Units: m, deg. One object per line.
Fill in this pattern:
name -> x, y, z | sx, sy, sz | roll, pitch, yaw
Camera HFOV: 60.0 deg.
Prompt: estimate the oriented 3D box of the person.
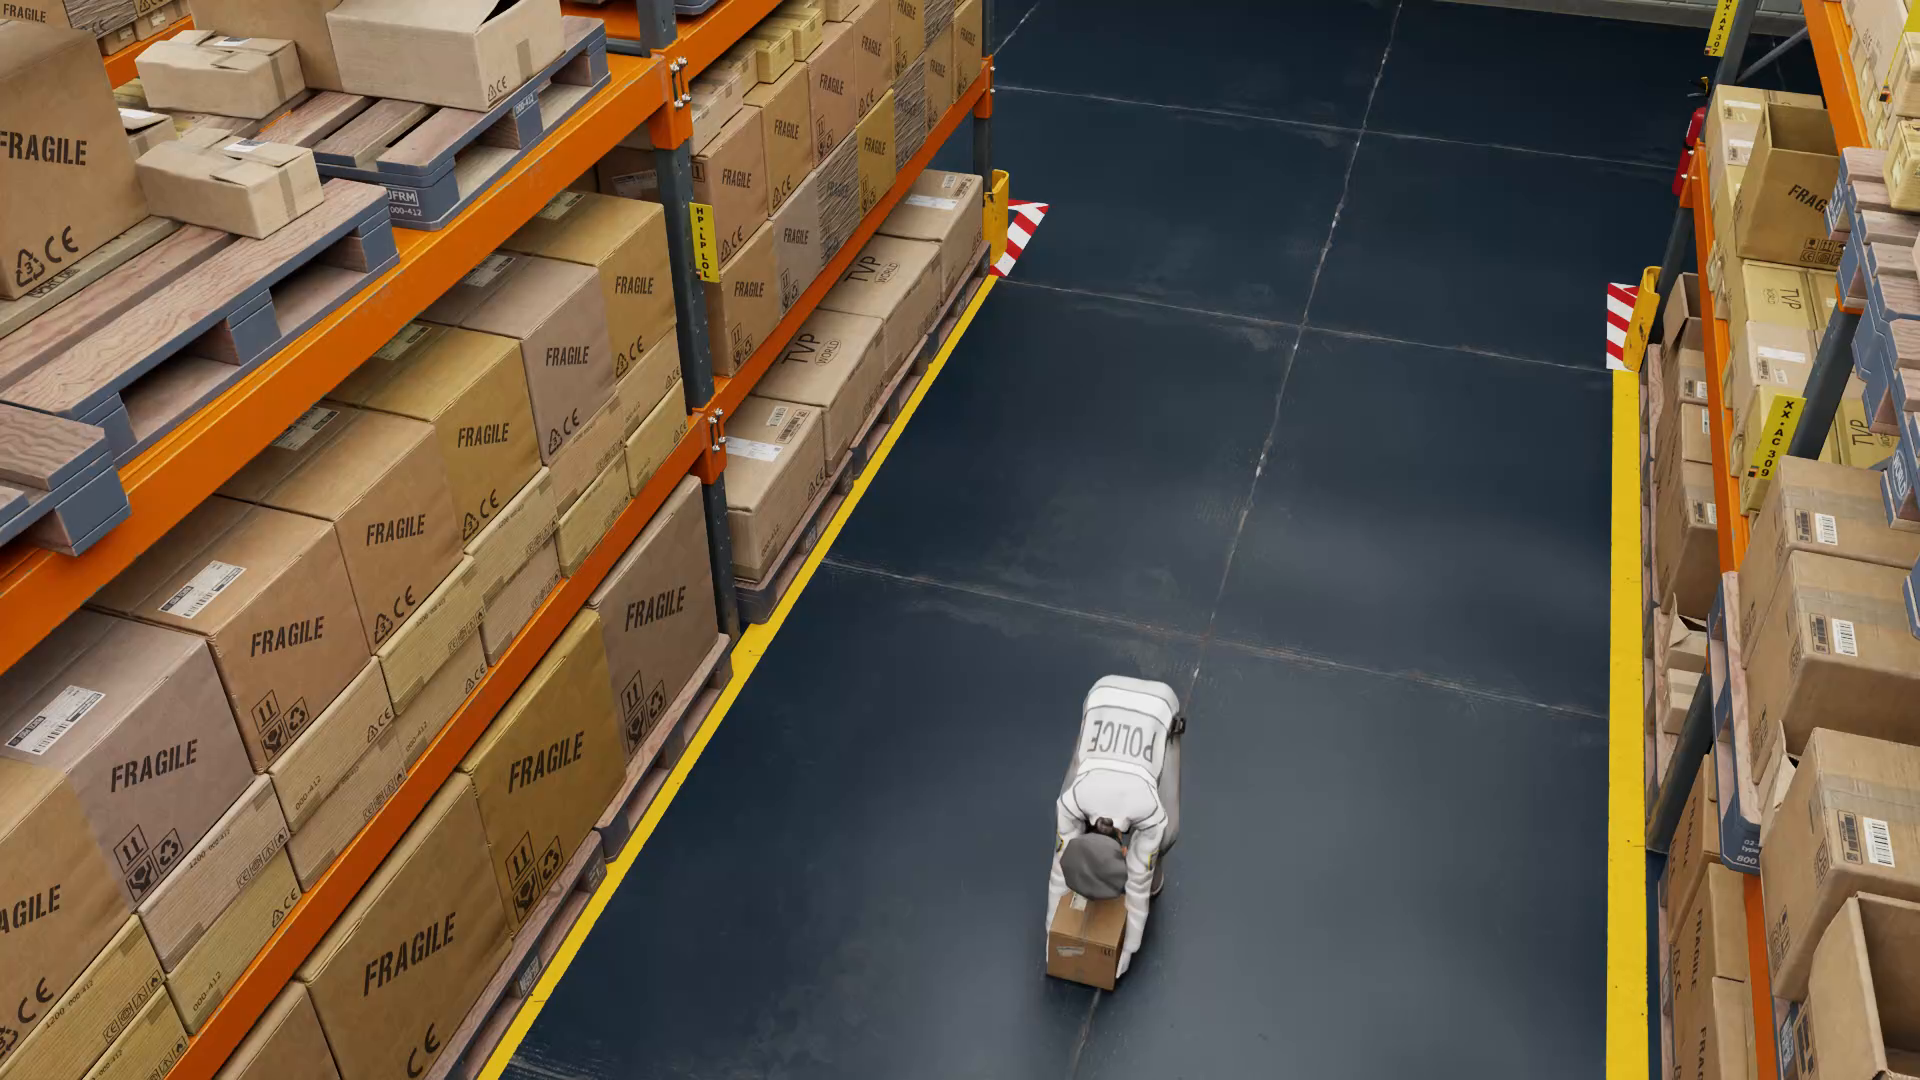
person -> 0.655, 0.621, 6.071 | 0.545, 1.663, 0.376 | 8, 38, 11
